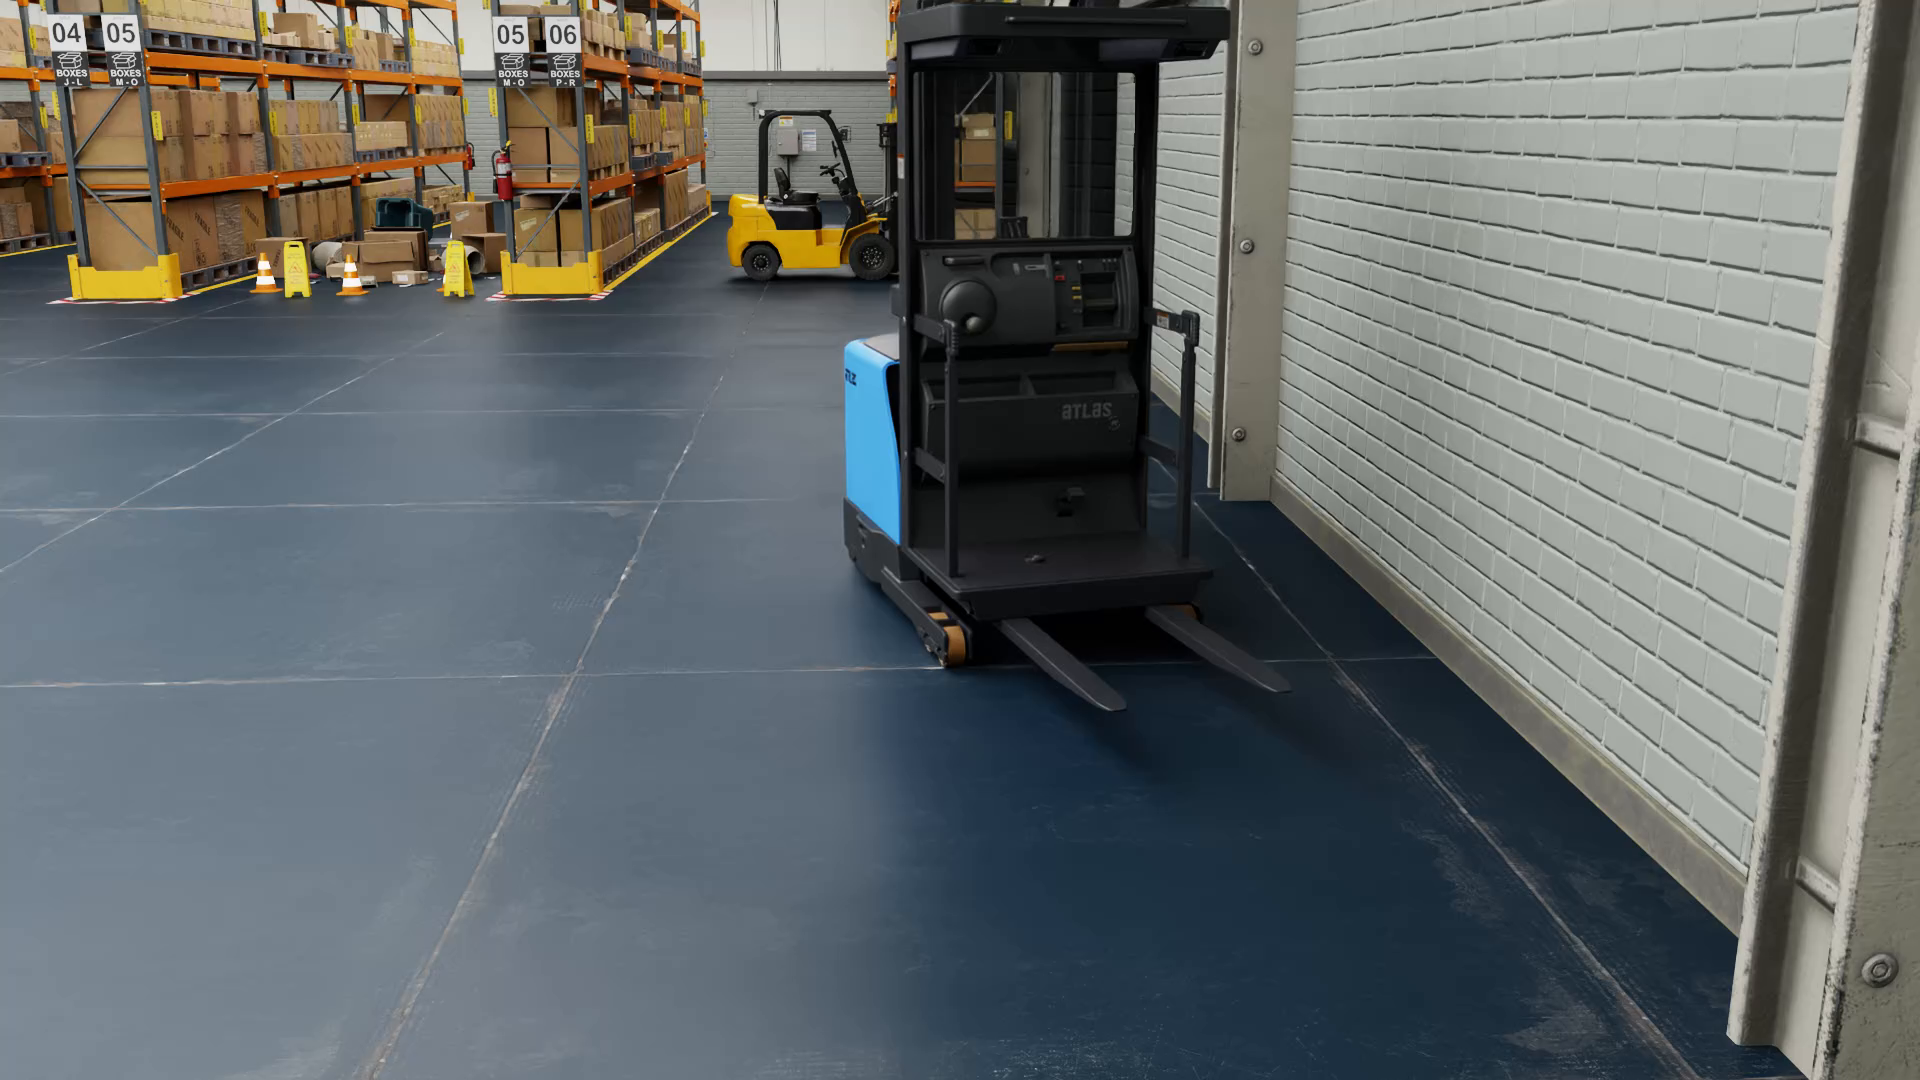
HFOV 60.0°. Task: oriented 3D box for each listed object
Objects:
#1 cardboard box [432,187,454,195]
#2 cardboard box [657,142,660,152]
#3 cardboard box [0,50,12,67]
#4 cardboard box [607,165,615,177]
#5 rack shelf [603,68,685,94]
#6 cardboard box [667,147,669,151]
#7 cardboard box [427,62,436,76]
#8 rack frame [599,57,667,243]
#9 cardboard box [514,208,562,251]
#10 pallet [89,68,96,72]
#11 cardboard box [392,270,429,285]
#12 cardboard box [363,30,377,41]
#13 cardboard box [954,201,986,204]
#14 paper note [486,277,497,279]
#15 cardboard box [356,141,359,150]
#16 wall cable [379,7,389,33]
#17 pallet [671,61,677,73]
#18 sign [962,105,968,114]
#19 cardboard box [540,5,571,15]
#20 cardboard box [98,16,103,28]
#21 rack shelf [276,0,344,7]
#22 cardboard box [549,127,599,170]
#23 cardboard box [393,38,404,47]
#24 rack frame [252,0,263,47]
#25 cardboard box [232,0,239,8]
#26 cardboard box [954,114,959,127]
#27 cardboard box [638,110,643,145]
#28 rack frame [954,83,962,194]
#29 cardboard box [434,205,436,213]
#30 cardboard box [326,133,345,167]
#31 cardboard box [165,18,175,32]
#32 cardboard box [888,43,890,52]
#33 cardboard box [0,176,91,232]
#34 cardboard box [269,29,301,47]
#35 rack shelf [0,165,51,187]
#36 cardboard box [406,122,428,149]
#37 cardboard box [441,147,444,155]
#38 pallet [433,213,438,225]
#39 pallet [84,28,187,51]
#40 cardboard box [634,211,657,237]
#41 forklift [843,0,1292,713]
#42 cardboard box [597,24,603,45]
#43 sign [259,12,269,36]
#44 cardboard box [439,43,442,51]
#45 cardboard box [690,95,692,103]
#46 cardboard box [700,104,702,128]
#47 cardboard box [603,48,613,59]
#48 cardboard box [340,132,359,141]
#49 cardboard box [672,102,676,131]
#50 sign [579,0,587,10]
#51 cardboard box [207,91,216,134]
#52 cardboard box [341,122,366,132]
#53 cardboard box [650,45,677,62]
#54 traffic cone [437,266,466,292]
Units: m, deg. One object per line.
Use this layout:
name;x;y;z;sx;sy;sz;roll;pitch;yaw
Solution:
cardboard box;-10.449;-7.047;33.582;0.380;0.149;0.250;0;14;-1
cardboard box;-5.027;-6.310;26.691;0.380;0.149;0.250;-1;14;-4
cardboard box;-15.004;-7.423;25.637;0.500;0.250;0.500;-1;14;-4
cardboard box;-4.755;-4.862;21.906;0.380;0.149;0.250;-1;14;-3
rack shelf;-5.555;-8.035;29.160;1.077;0.370;4.000;-1;14;-3
cardboard box;-5.260;-6.614;28.513;0.500;0.250;0.500;-1;14;-5
cardboard box;-10.432;-9.080;32.079;0.500;0.250;0.500;0;14;-1
rack frame;-5.431;-6.433;27.511;1.000;3.000;0.127;-1;14;-3
cardboard box;-5.246;-3.874;20.733;0.500;0.500;0.500;-1;14;-3
pallet;-15.487;-8.079;28.266;1.003;0.211;1.213;0;14;-1
cardboard box;-7.033;-3.358;21.278;0.380;0.149;0.250;7;16;26
cardboard box;-10.649;-8.647;29.042;0.797;0.503;0.637;-1;14;-4
cardboard box;0.098;-4.376;22.183;0.500;0.250;0.500;-1;14;-5
paper note;-6.187;-3.464;21.926;0.142;0.019;0.148;-6;16;-23
cardboard box;-10.192;-6.528;27.540;0.380;0.149;0.250;-1;14;-4
wall cable;-12.728;-14.193;39.173;2.277;5.999;0.120;-1;14;-3
pallet;-5.573;-8.561;30.144;0.805;0.209;1.217;-1;15;-6
sign;0.076;-7.081;27.704;0.100;0.325;0.005;-1;14;-3
cardboard box;-4.754;-6.253;19.692;0.380;0.149;0.250;-1;14;-4
cardboard box;-10.244;-6.065;19.521;0.380;0.149;0.250;-1;14;-3
rack shelf;-10.242;-8.198;24.575;1.077;0.370;4.000;-1;14;-3
cardboard box;-4.688;-4.758;20.203;0.500;0.500;0.500;-1;14;-4
cardboard box;-10.390;-9.218;30.811;0.380;0.149;0.250;-1;14;-4
rack frame;-10.118;-8.242;22.502;1.000;3.000;0.127;-1;14;-3
cardboard box;-9.746;-7.095;21.922;0.380;0.149;0.250;-1;14;-4
cardboard box;-0.214;-5.114;20.282;0.380;0.149;0.250;-1;14;-3
cardboard box;-4.958;-6.080;24.497;0.500;0.500;0.500;-1;14;-3
rack frame;-0.477;-6.511;27.812;1.000;3.000;0.127;-1;14;-3
cardboard box;-10.516;-6.501;32.651;0.380;0.149;0.250;-2;15;-6
cardboard box;-10.040;-6.148;26.202;0.500;0.500;0.500;-1;14;-3
cardboard box;-9.603;-6.141;19.815;0.380;0.149;0.250;-1;14;-3
cardboard box;-1.144;-9.152;30.919;0.380;0.149;0.250;0;14;-2
cardboard box;-15.344;-5.627;27.797;1.225;0.875;0.875;-2;15;-6
cardboard box;-10.022;-7.445;24.649;0.396;0.266;0.258;-1;14;-3
rack shelf;-15.198;-5.435;25.072;1.077;0.370;4.000;-1;14;-3
cardboard box;-10.393;-7.646;31.427;0.500;0.500;0.500;-1;14;-4
cardboard box;-10.567;-7.801;33.331;0.380;0.149;0.250;-1;15;-6
pallet;-10.690;-6.143;31.977;1.003;0.211;1.213;-1;14;-3
pallet;-9.926;-5.936;19.737;1.003;0.211;1.213;-1;14;-3
cardboard box;-5.353;-5.040;26.526;0.950;0.372;0.625;-1;14;-5
forklift;0.359;-1.028;6.638;1.130;2.935;3.031;-4;15;-17
cardboard box;-4.779;-6.351;20.873;0.500;0.250;0.500;0;14;-2
sign;-9.564;-7.087;22.836;0.100;0.325;0.005;-1;14;-3
cardboard box;-10.533;-9.804;33.088;0.380;0.149;0.250;-1;14;-5
cardboard box;-5.515;-8.737;32.953;0.380;0.149;0.250;-1;14;-3
cardboard box;-5.659;-8.839;34.655;0.500;0.500;0.500;0;14;-2
cardboard box;-4.810;-6.440;22.019;0.380;0.149;0.250;0;14;-2
cardboard box;-10.195;-6.681;27.537;0.380;0.149;0.250;0;14;-1
cardboard box;-5.303;-7.470;29.333;0.500;0.500;0.500;-1;14;-3
sign;-4.394;-6.328;19.328;0.100;0.325;0.005;-1;14;-3
cardboard box;-10.042;-5.437;21.171;0.875;0.550;0.500;-1;14;-3
cardboard box;-10.231;-6.947;27.976;0.380;0.149;0.250;-1;14;-4
cardboard box;-5.415;-8.825;30.123;0.500;0.311;0.500;-1;14;-3
traffic cone;-6.250;-3.302;20.432;0.336;0.463;0.334;-1;14;-3
